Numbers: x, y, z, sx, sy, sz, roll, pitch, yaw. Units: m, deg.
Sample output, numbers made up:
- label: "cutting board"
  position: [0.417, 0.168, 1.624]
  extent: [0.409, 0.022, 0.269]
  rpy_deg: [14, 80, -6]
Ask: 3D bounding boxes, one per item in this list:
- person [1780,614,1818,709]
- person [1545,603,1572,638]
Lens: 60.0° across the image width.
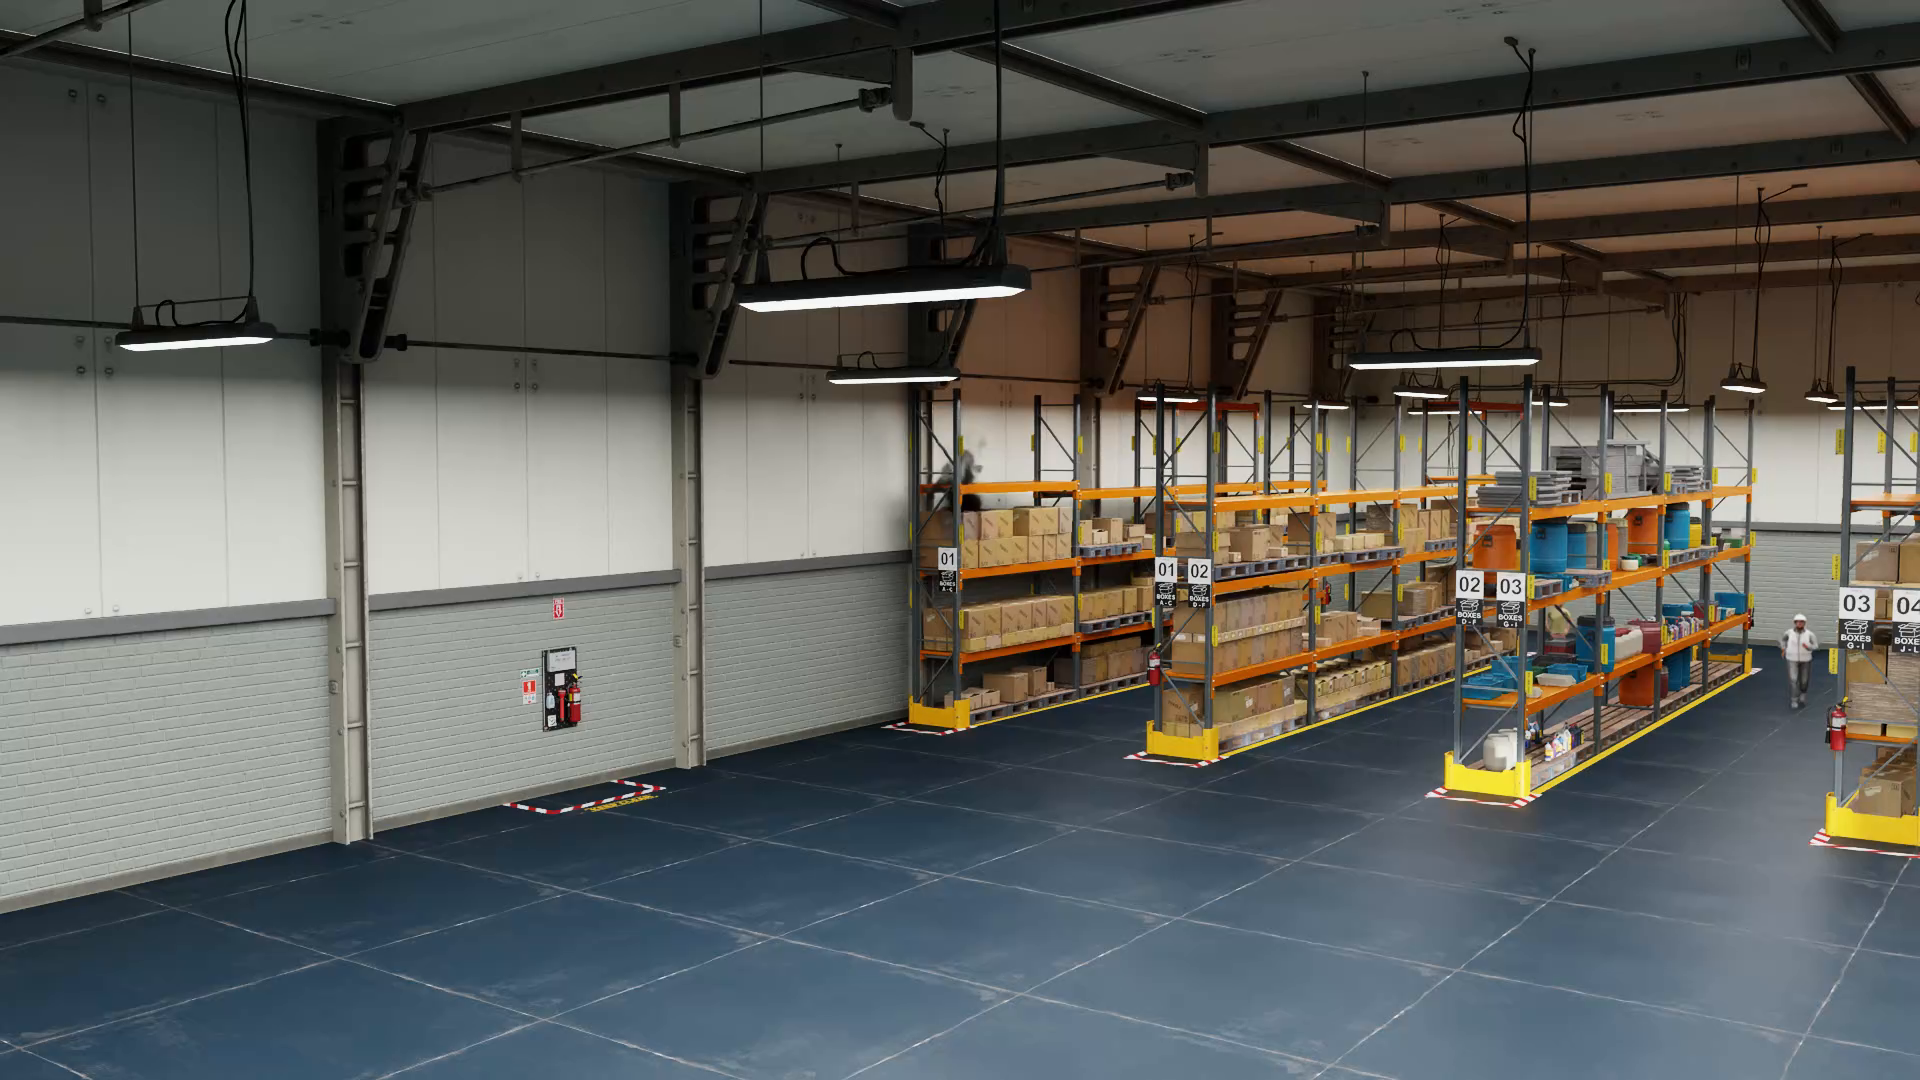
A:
- label: "person"
  position: [15.979, 2.289, 31.681]
  extent: [0.657, 1.756, 0.971]
  rpy_deg: [1, 4, 24]
- label: "person"
  position: [13.288, 2.089, 37.010]
  extent: [0.586, 1.616, 0.545]
  rpy_deg: [2, 4, 31]
